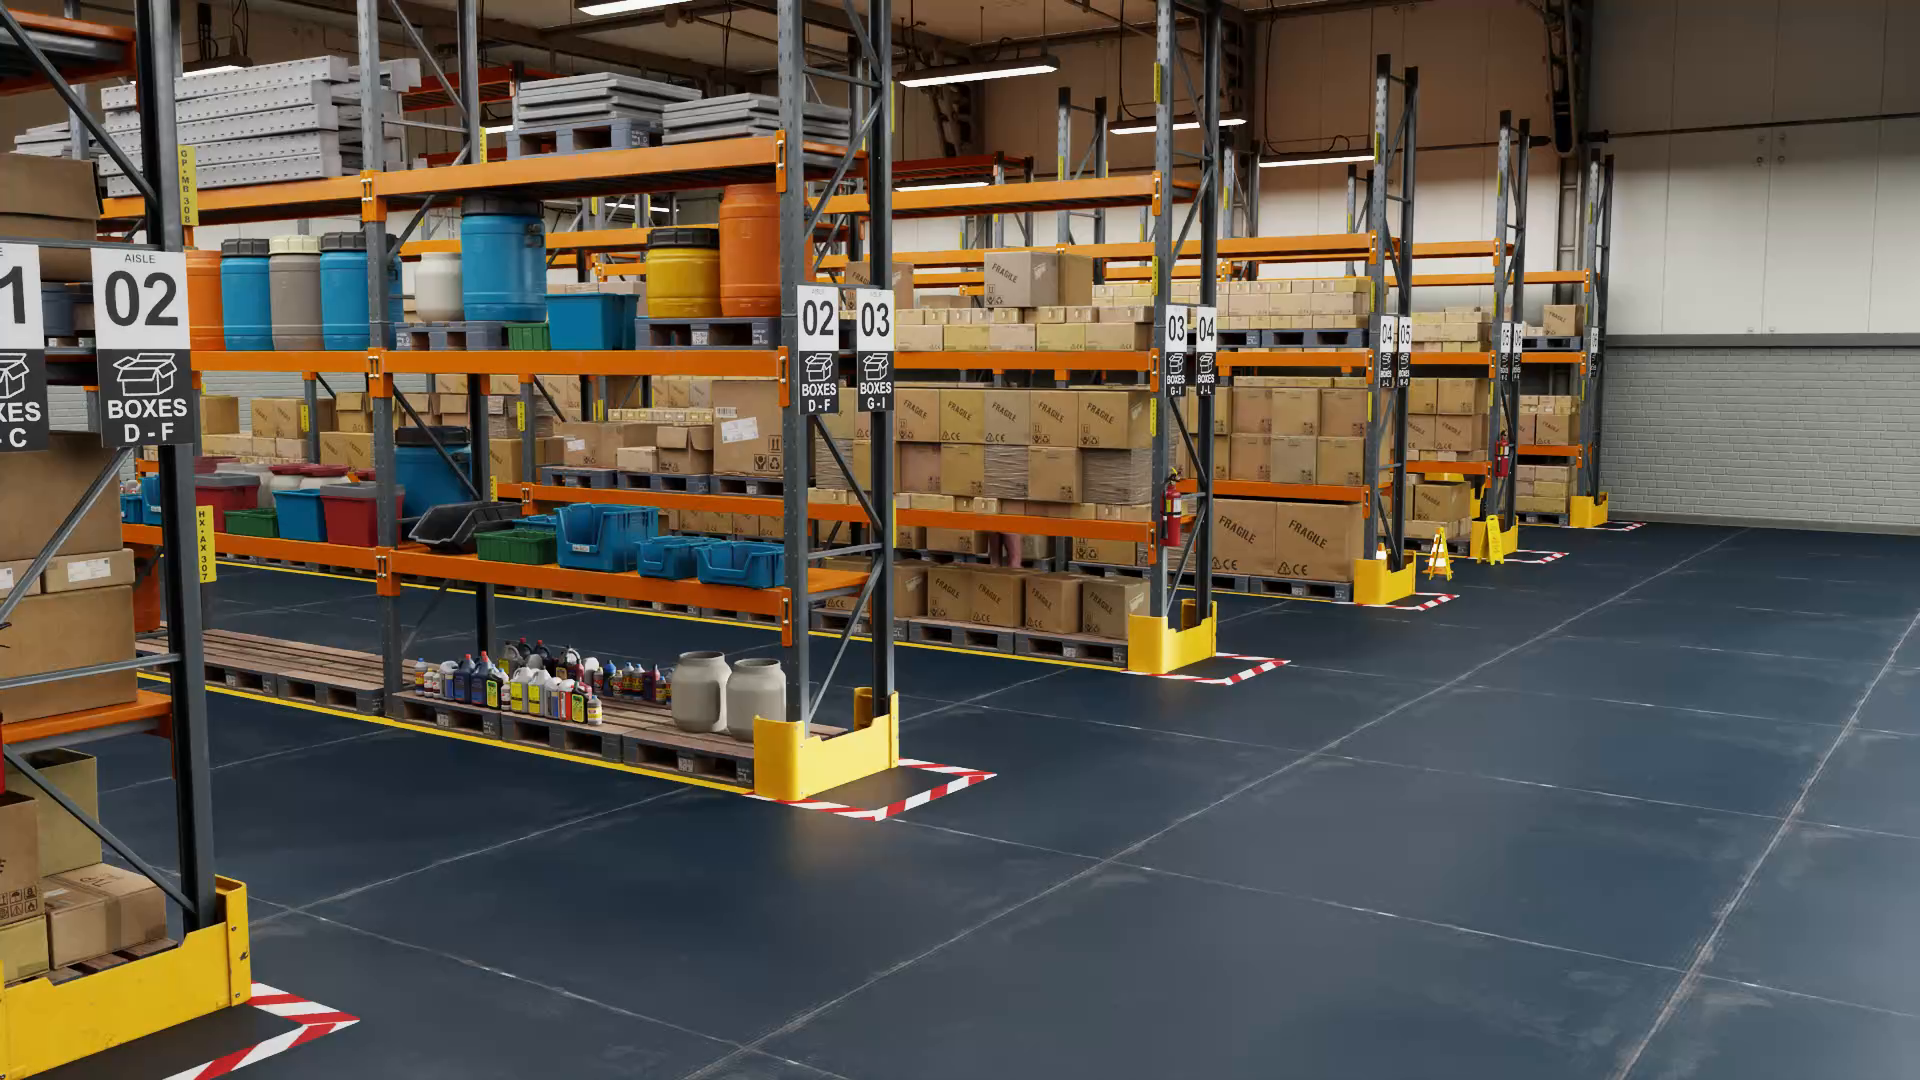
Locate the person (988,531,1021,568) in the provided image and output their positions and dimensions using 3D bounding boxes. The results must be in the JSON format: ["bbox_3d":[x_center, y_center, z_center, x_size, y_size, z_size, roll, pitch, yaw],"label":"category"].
[{"bbox_3d":[0.530,-0.128,18.667,0.407,1.668,0.503,4,8,33],"label":"person"}]
